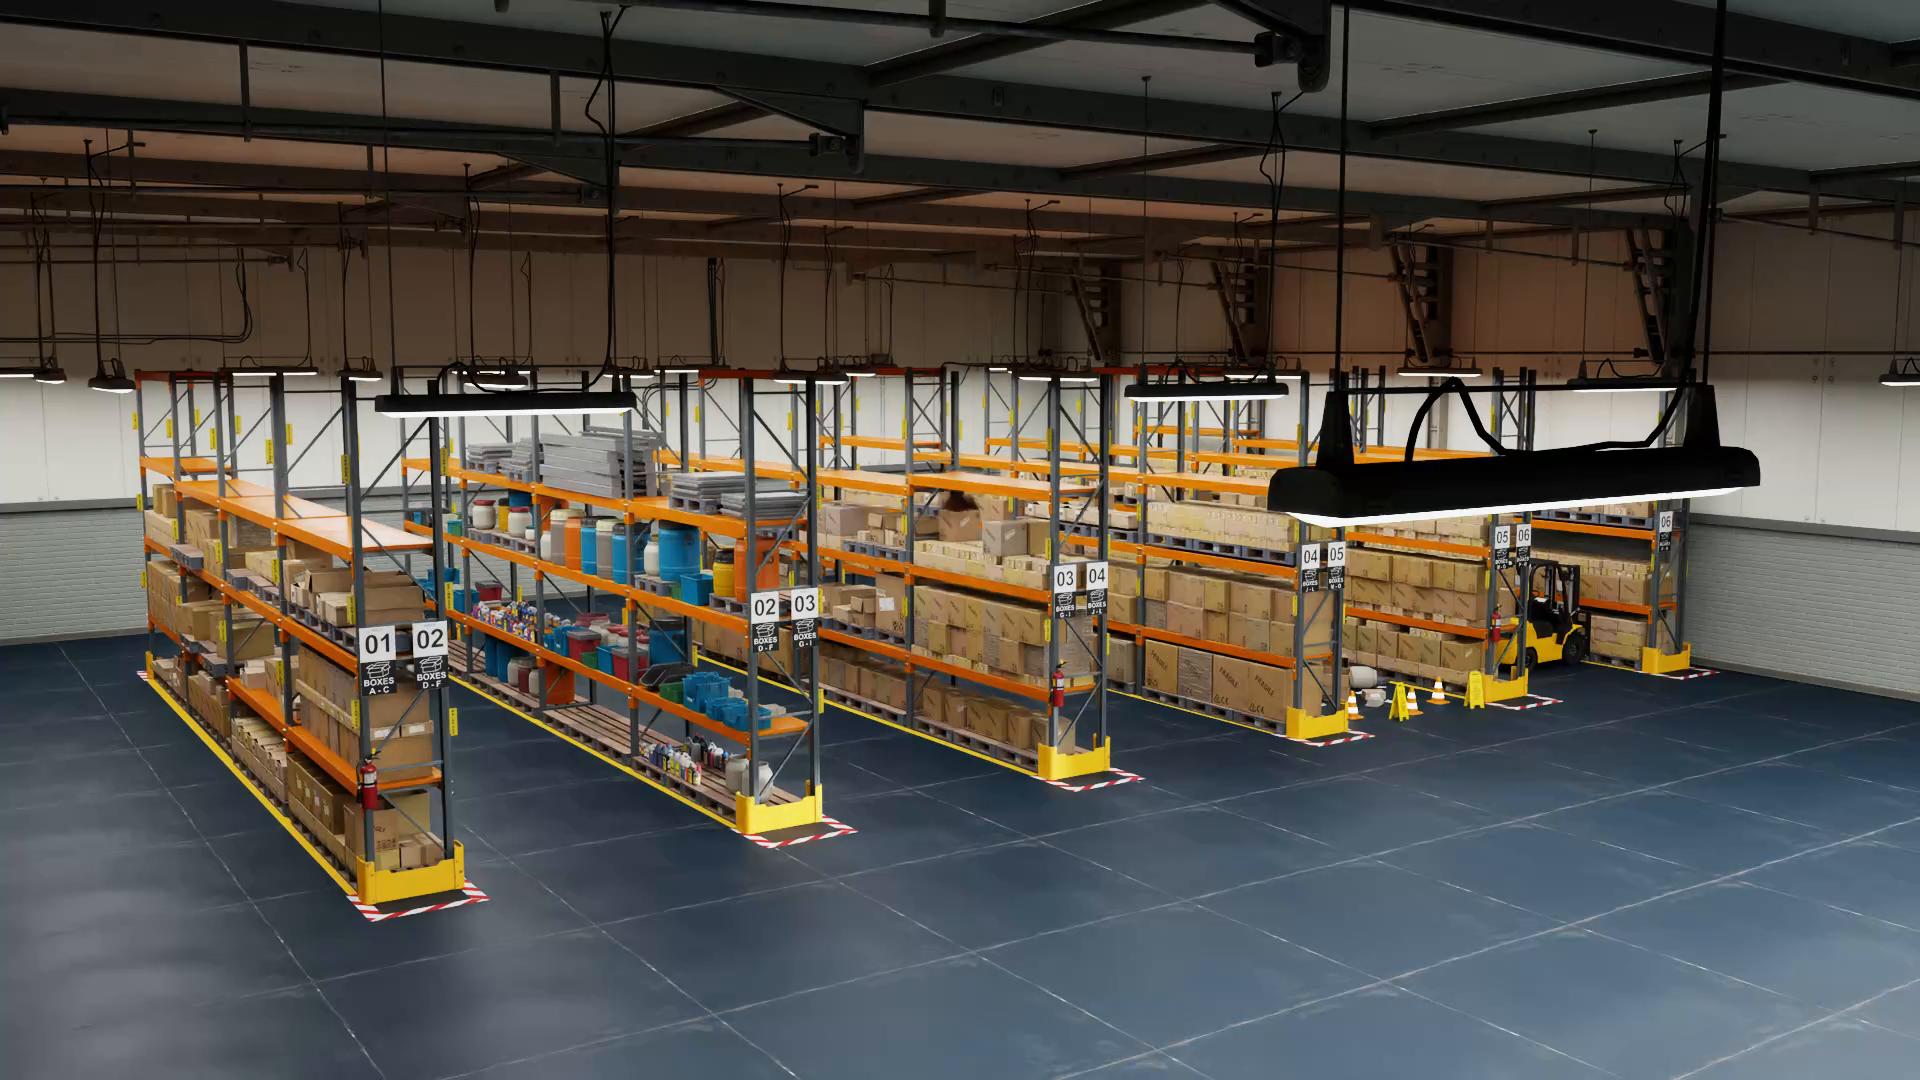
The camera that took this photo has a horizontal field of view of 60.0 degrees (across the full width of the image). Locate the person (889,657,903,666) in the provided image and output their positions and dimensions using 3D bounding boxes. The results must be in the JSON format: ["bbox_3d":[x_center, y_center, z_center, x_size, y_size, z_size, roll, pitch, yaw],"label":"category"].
[{"bbox_3d":[-1.186,1.859,32.309,0.636,1.807,0.876,-4,8,-31],"label":"person"}]

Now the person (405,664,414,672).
[{"bbox_3d":[-10.326,1.898,31.500,0.606,1.731,0.963,-4,8,-34],"label":"person"}]
